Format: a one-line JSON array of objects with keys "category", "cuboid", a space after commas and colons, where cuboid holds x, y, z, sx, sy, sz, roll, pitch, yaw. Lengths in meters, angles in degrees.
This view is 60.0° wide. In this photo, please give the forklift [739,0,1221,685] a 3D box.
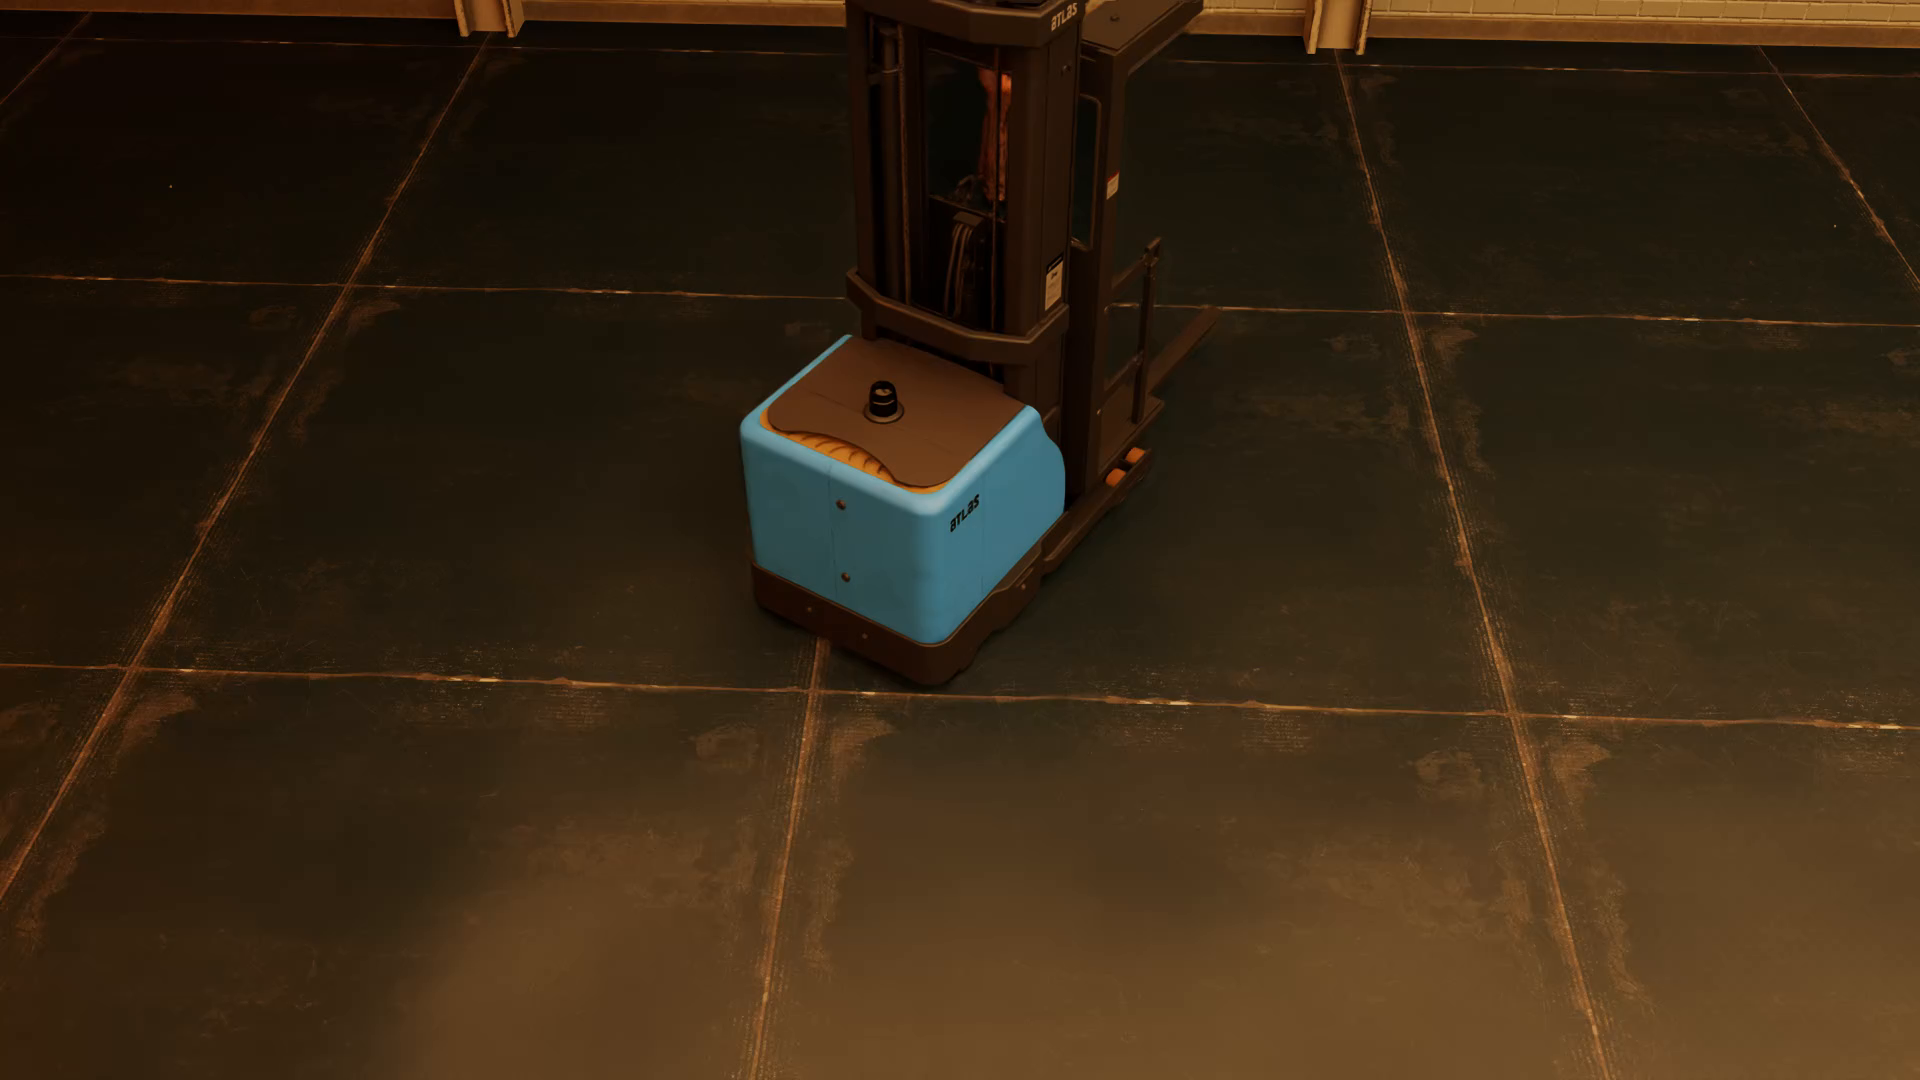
[{"category": "forklift", "cuboid": [0.296, -1.426, 7.304, 1.130, 2.935, 3.031, 24, 48, 24]}]

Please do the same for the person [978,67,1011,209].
[{"category": "person", "cuboid": [0.265, -2.788, 9.695, 0.374, 1.723, 0.524, -3, 42, -4]}]
